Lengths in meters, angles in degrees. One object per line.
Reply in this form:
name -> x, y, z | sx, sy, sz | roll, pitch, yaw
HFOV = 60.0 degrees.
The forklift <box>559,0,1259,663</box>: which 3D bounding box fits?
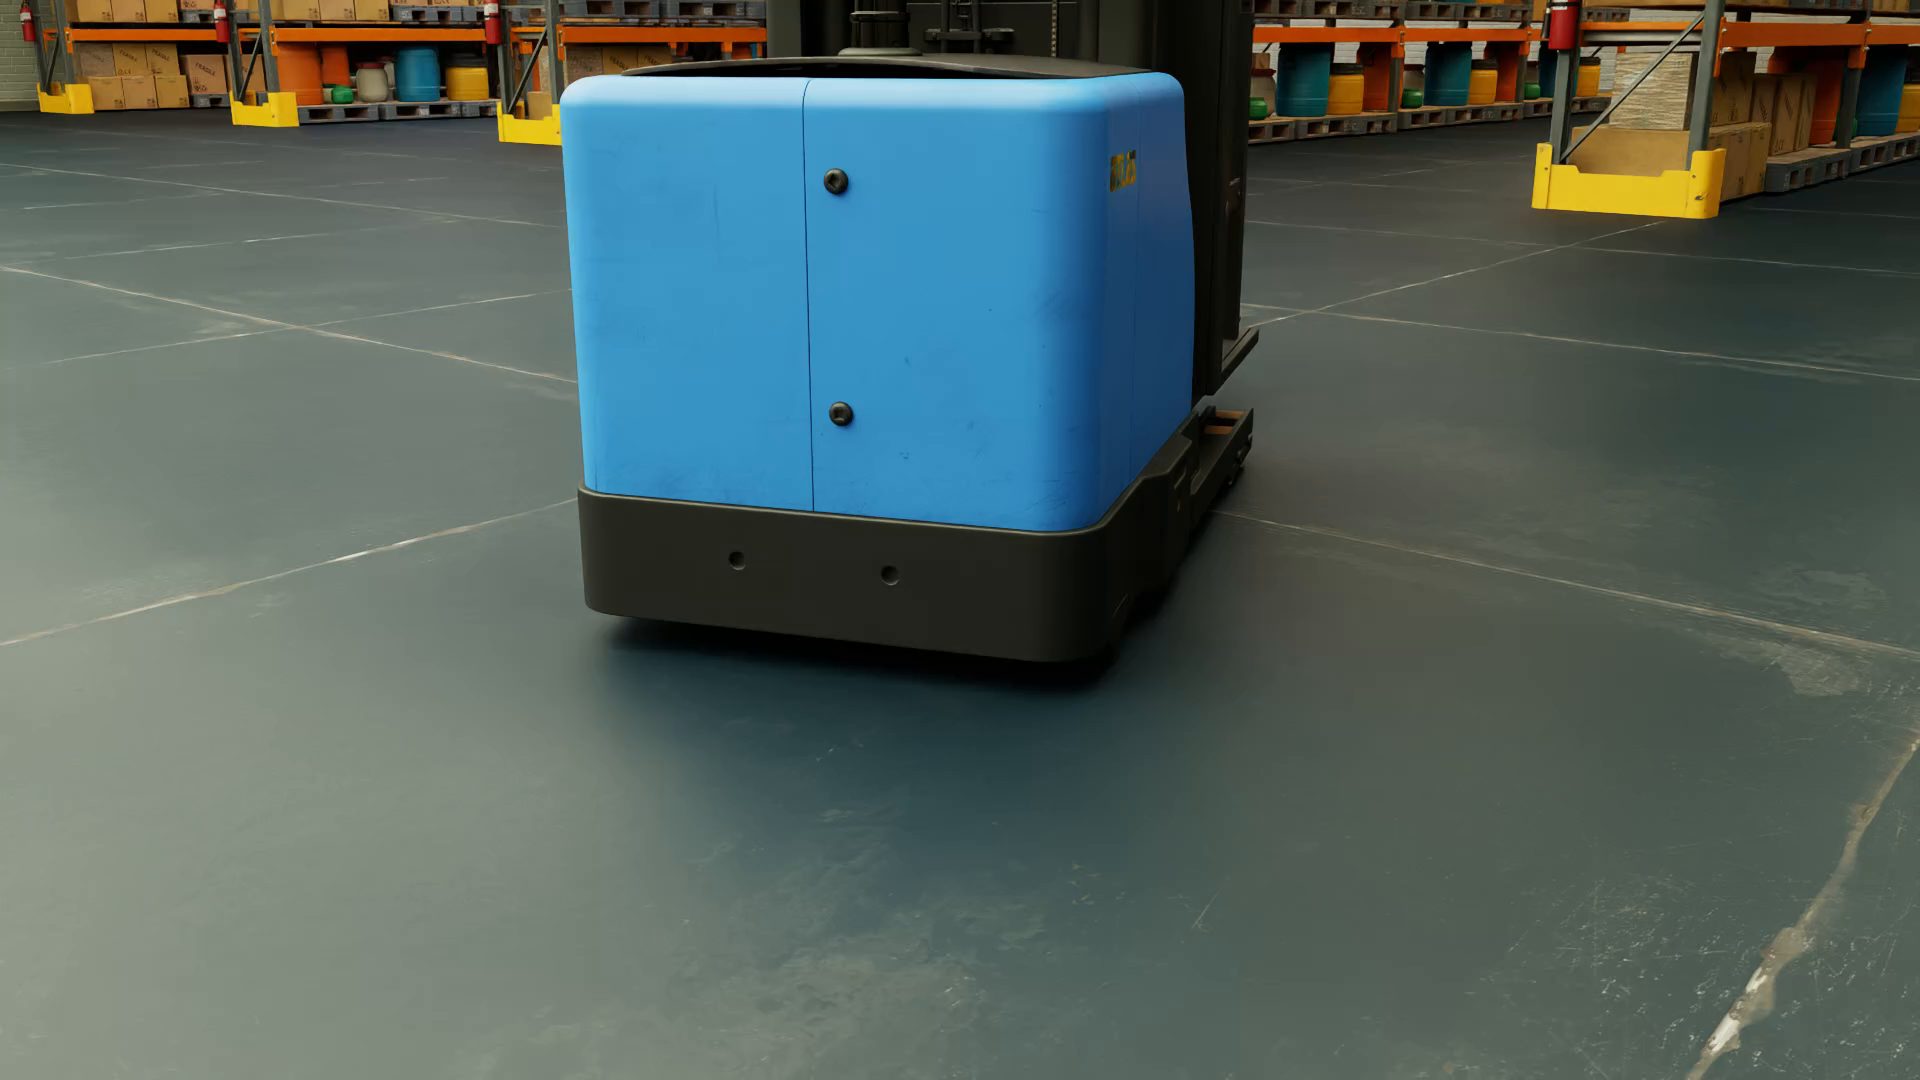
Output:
forklift -> 0.182, -1.571, 4.072 | 1.130, 2.935, 3.031 | 5, 18, 17
